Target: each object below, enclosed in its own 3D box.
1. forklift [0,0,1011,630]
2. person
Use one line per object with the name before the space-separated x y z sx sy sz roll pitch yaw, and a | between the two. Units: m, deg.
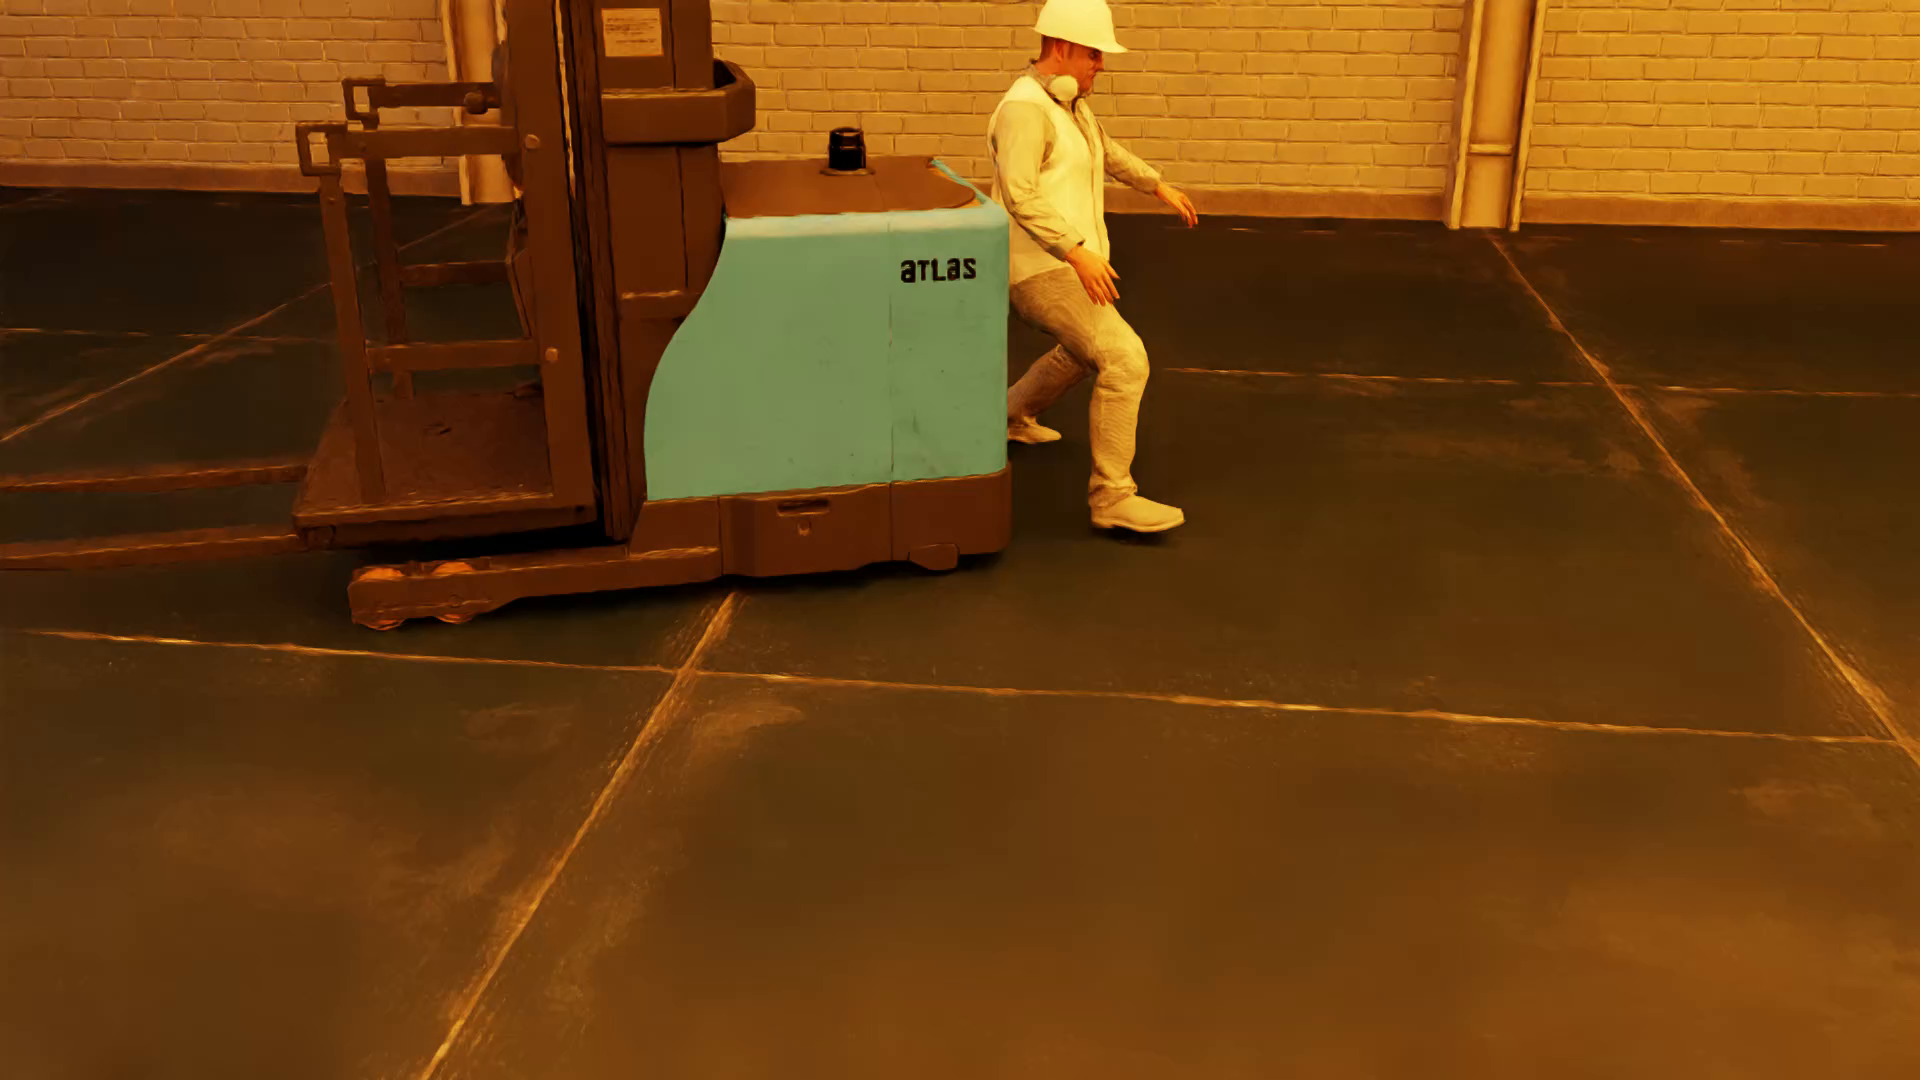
forklift | -1.421 -1.329 4.554 3.031 2.935 1.130 -5 22 -12
person | 0.415 -0.924 5.367 0.925 1.631 0.992 8 23 20
